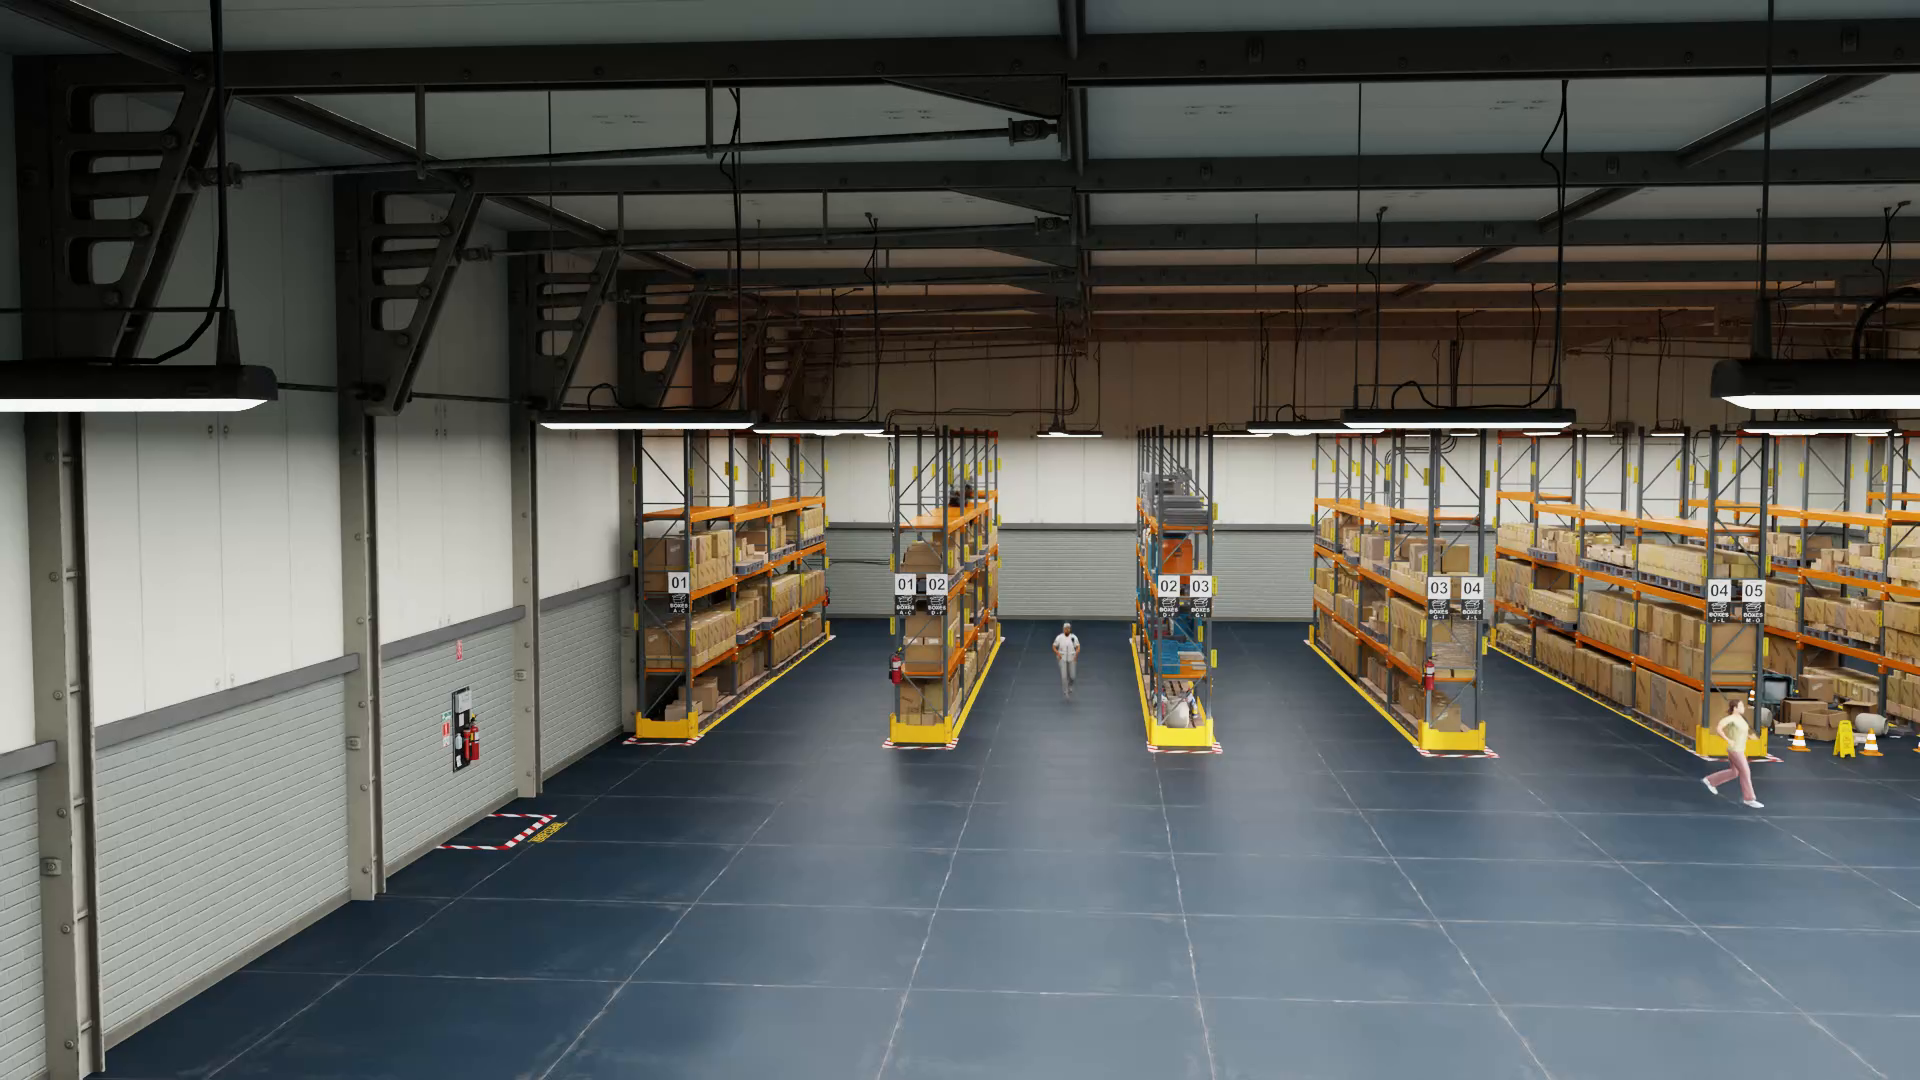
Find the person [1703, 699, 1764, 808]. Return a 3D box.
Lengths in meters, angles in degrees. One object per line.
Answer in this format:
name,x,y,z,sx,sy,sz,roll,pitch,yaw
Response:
person,12.158,3.318,26.122,0.939,1.676,0.578,3,5,42

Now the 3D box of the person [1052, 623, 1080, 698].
person,2.338,2.645,36.597,0.613,1.637,0.544,0,3,0

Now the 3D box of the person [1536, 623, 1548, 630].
person,16.488,2.068,47.281,0.677,1.684,0.559,0,3,-1

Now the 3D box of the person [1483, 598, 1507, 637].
person,15.368,2.004,47.503,0.932,1.709,0.672,2,4,24
